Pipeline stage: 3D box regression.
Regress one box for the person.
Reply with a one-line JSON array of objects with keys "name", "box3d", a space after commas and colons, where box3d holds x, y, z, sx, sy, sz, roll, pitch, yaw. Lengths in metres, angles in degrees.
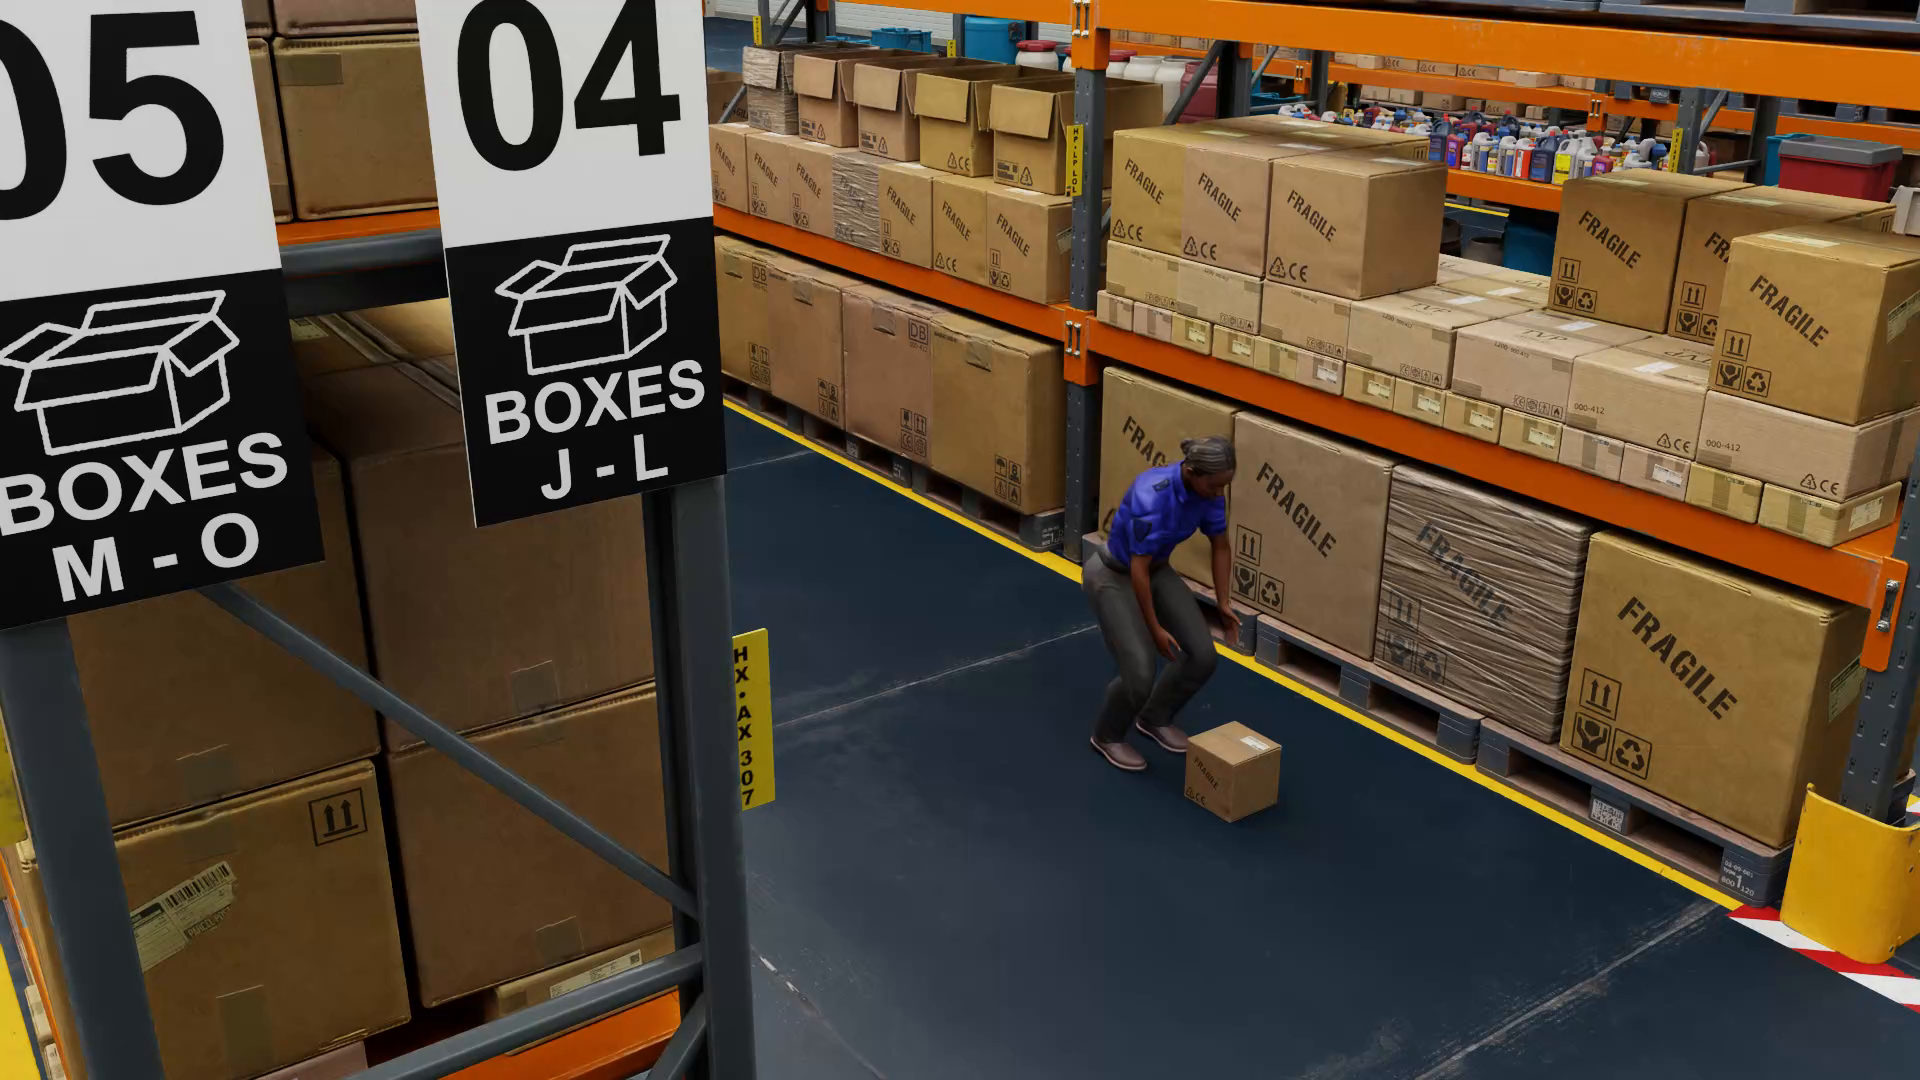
[{"name": "person", "box3d": [0.792, 0.208, 6.444, 0.495, 1.390, 0.617, -15, 26, -33]}]
